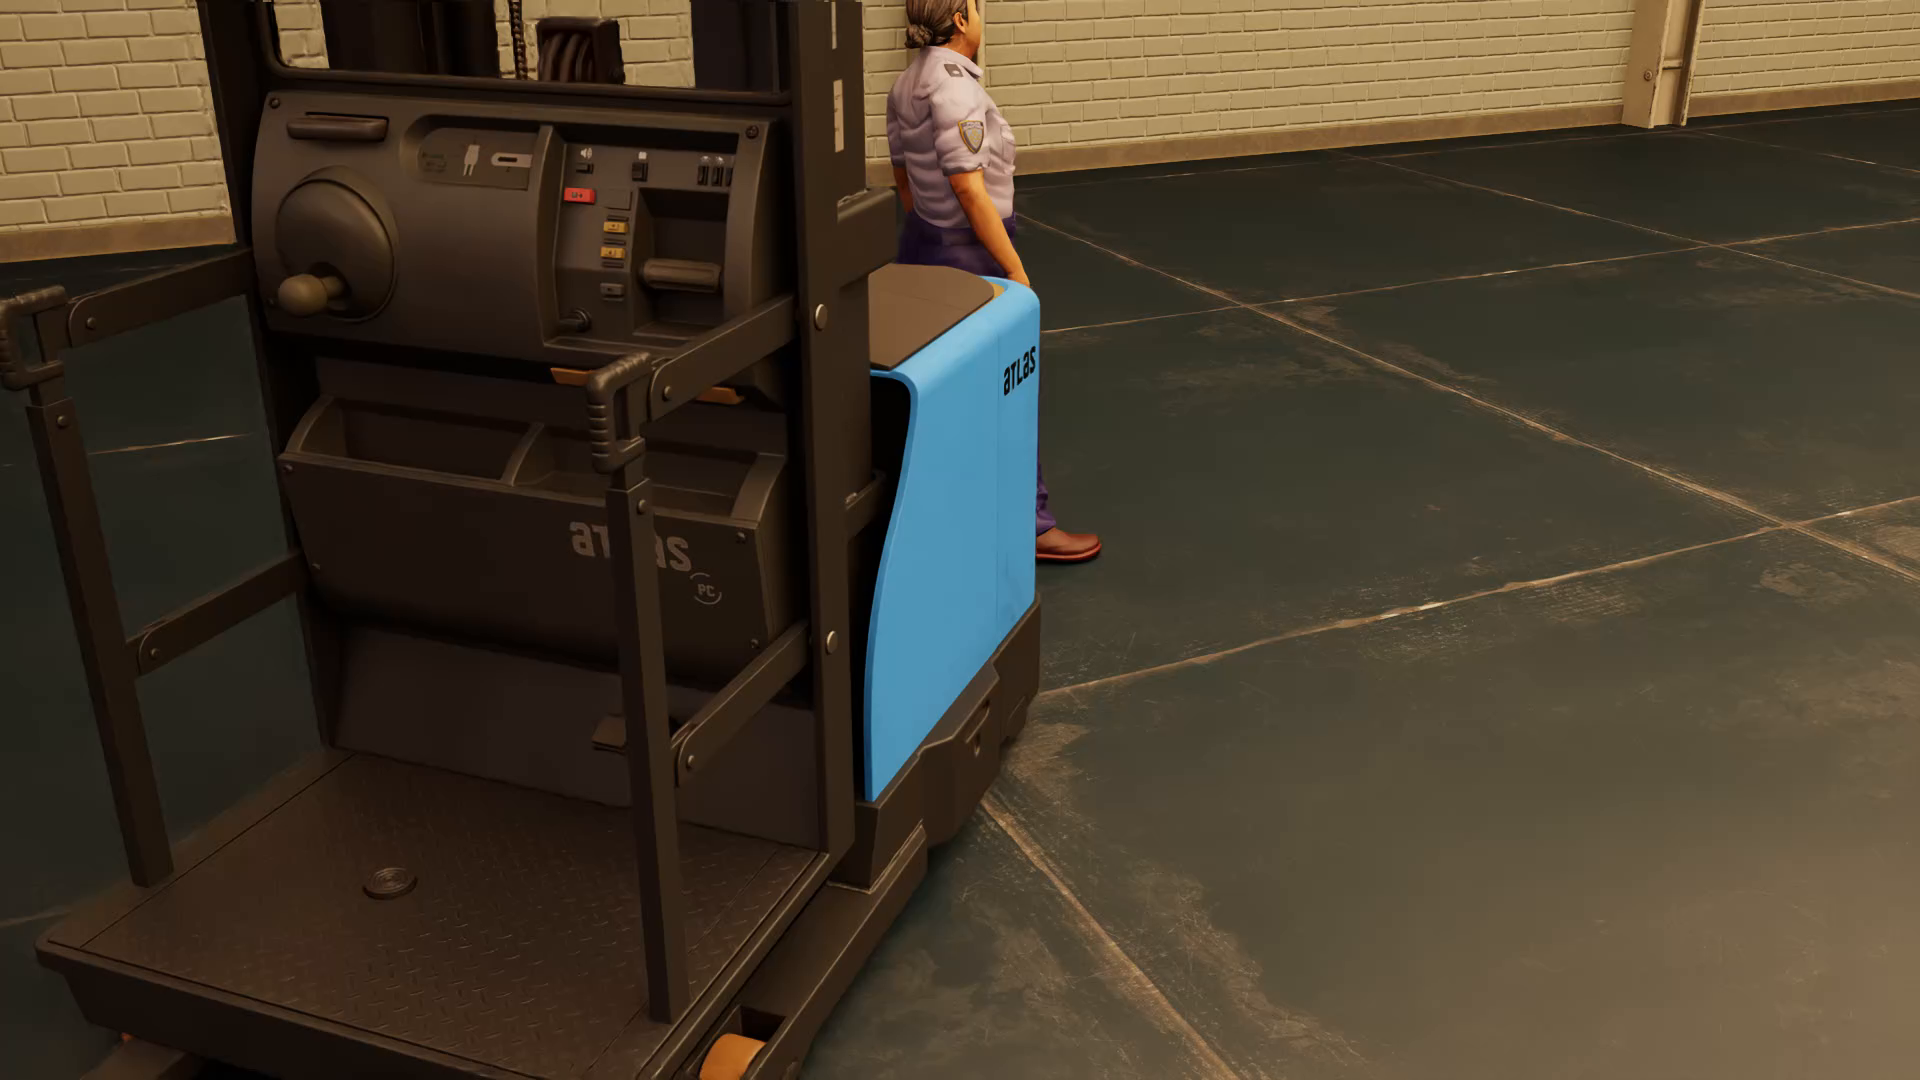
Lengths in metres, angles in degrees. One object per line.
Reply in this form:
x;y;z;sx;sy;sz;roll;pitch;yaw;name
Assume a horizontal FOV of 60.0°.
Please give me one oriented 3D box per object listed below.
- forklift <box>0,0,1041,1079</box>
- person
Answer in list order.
-0.801;-0.480;2.442;1.130;2.935;3.031;8;24;19;forklift
0.091;-0.774;4.804;0.502;1.651;0.598;-10;25;-23;person
